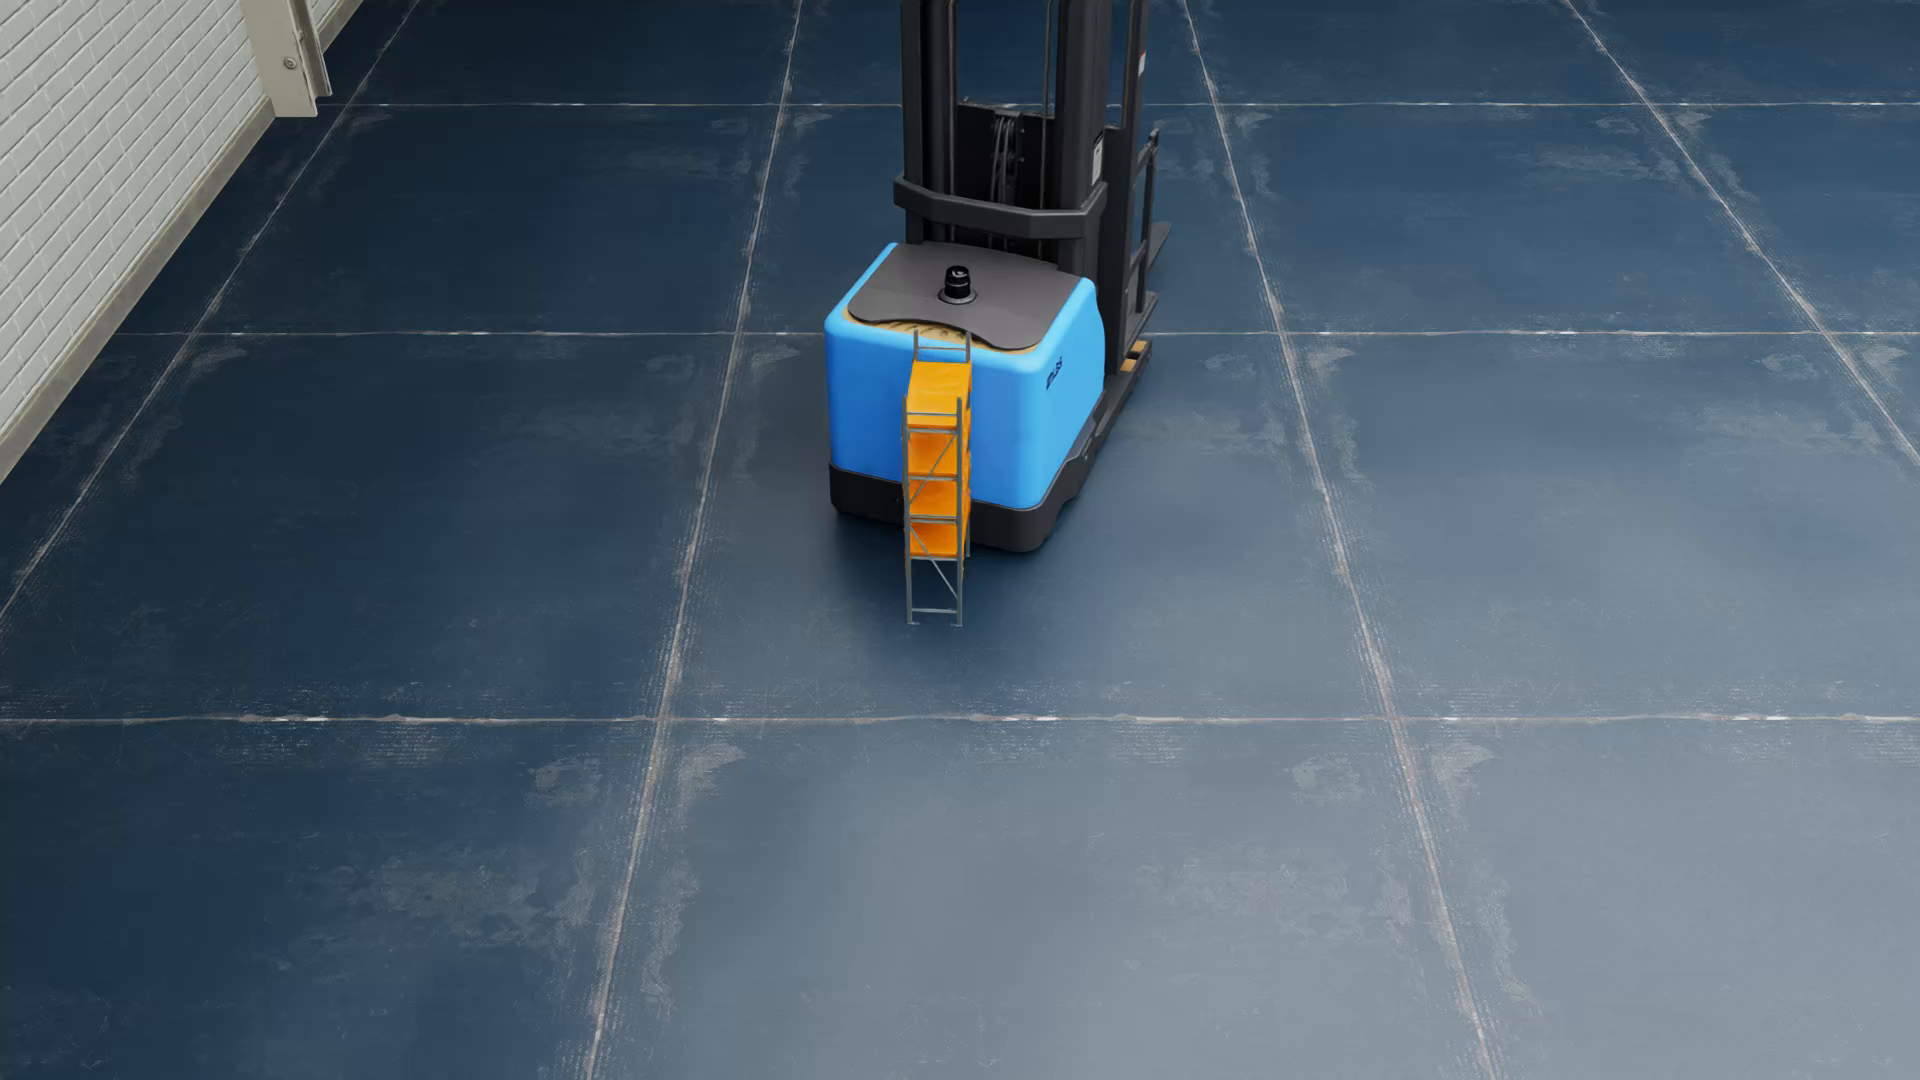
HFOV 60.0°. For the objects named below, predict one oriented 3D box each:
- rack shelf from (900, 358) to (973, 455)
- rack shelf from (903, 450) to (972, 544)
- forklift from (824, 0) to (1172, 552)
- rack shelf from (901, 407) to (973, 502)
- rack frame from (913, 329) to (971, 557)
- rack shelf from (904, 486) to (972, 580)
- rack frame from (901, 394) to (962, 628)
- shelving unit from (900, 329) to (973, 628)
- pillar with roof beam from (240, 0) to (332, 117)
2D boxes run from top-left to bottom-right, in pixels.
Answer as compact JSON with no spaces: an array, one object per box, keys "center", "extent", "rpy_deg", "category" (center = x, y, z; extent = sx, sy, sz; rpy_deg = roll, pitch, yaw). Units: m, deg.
[{"center":[-0.093,-0.554,6.853],"extent":[0.258,0.148,0.480],"rpy_deg":[3,39,3],"category":"rack shelf"},{"center":[-0.093,-0.195,7.141],"extent":[0.258,0.148,0.480],"rpy_deg":[3,39,3],"category":"rack shelf"},{"center":[0.384,-2.013,7.918],"extent":[1.130,2.935,3.031],"rpy_deg":[13,41,16],"category":"forklift"},{"center":[-0.093,-0.369,7.001],"extent":[0.258,0.148,0.480],"rpy_deg":[3,39,3],"category":"rack shelf"},{"center":[-0.075,-0.399,7.289],"extent":[0.240,1.200,0.015],"rpy_deg":[3,39,3],"category":"rack frame"},{"center":[-0.093,-0.040,7.265],"extent":[0.258,0.148,0.480],"rpy_deg":[3,39,3],"category":"rack shelf"},{"center":[-0.111,-0.095,6.909],"extent":[0.240,1.200,0.015],"rpy_deg":[3,39,3],"category":"rack frame"},{"center":[-0.093,-0.247,7.099],"extent":[0.258,1.200,0.503],"rpy_deg":[3,39,3],"category":"shelving unit"},{"center":[-0.249,-6.527,8.699],"extent":[9.100,9.000,0.400],"rpy_deg":[0,39,0],"category":"pillar with roof beam"}]
